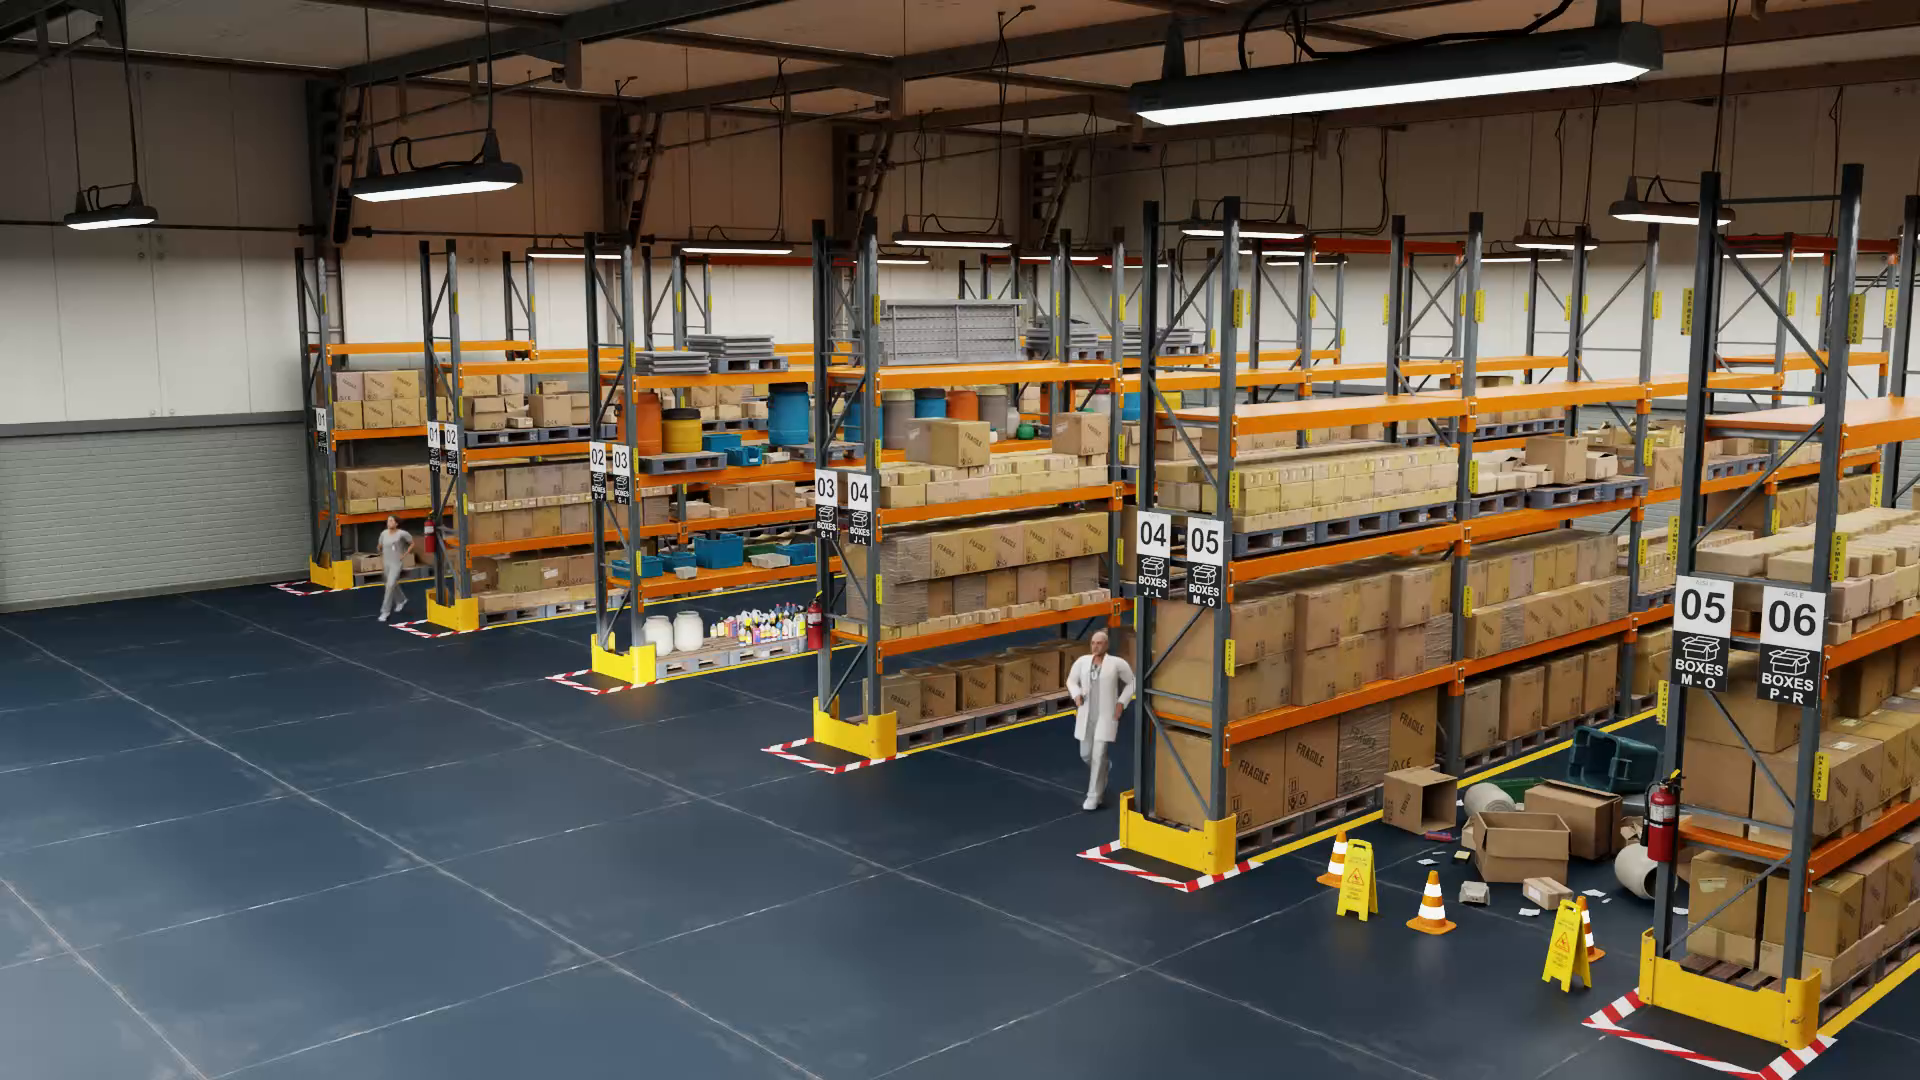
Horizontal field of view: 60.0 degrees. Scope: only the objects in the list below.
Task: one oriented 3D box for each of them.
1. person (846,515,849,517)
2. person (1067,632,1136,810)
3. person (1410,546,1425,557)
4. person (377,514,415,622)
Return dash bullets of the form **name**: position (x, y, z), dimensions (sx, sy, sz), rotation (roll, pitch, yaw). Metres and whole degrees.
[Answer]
- **person**: position (-2.040, -0.684, 33.979), dimensions (0.655, 1.807, 0.729), rotation (7, 11, 40)
- **person**: position (1.422, 1.807, 17.025), dimensions (0.735, 1.765, 0.855), rotation (4, 9, 26)
- **person**: position (6.520, 0.828, 23.815), dimensions (0.629, 1.722, 0.866), rotation (7, 11, 38)
- **person**: position (-9.097, 0.417, 26.797), dimensions (0.576, 1.701, 0.859), rotation (2, 9, 16)
